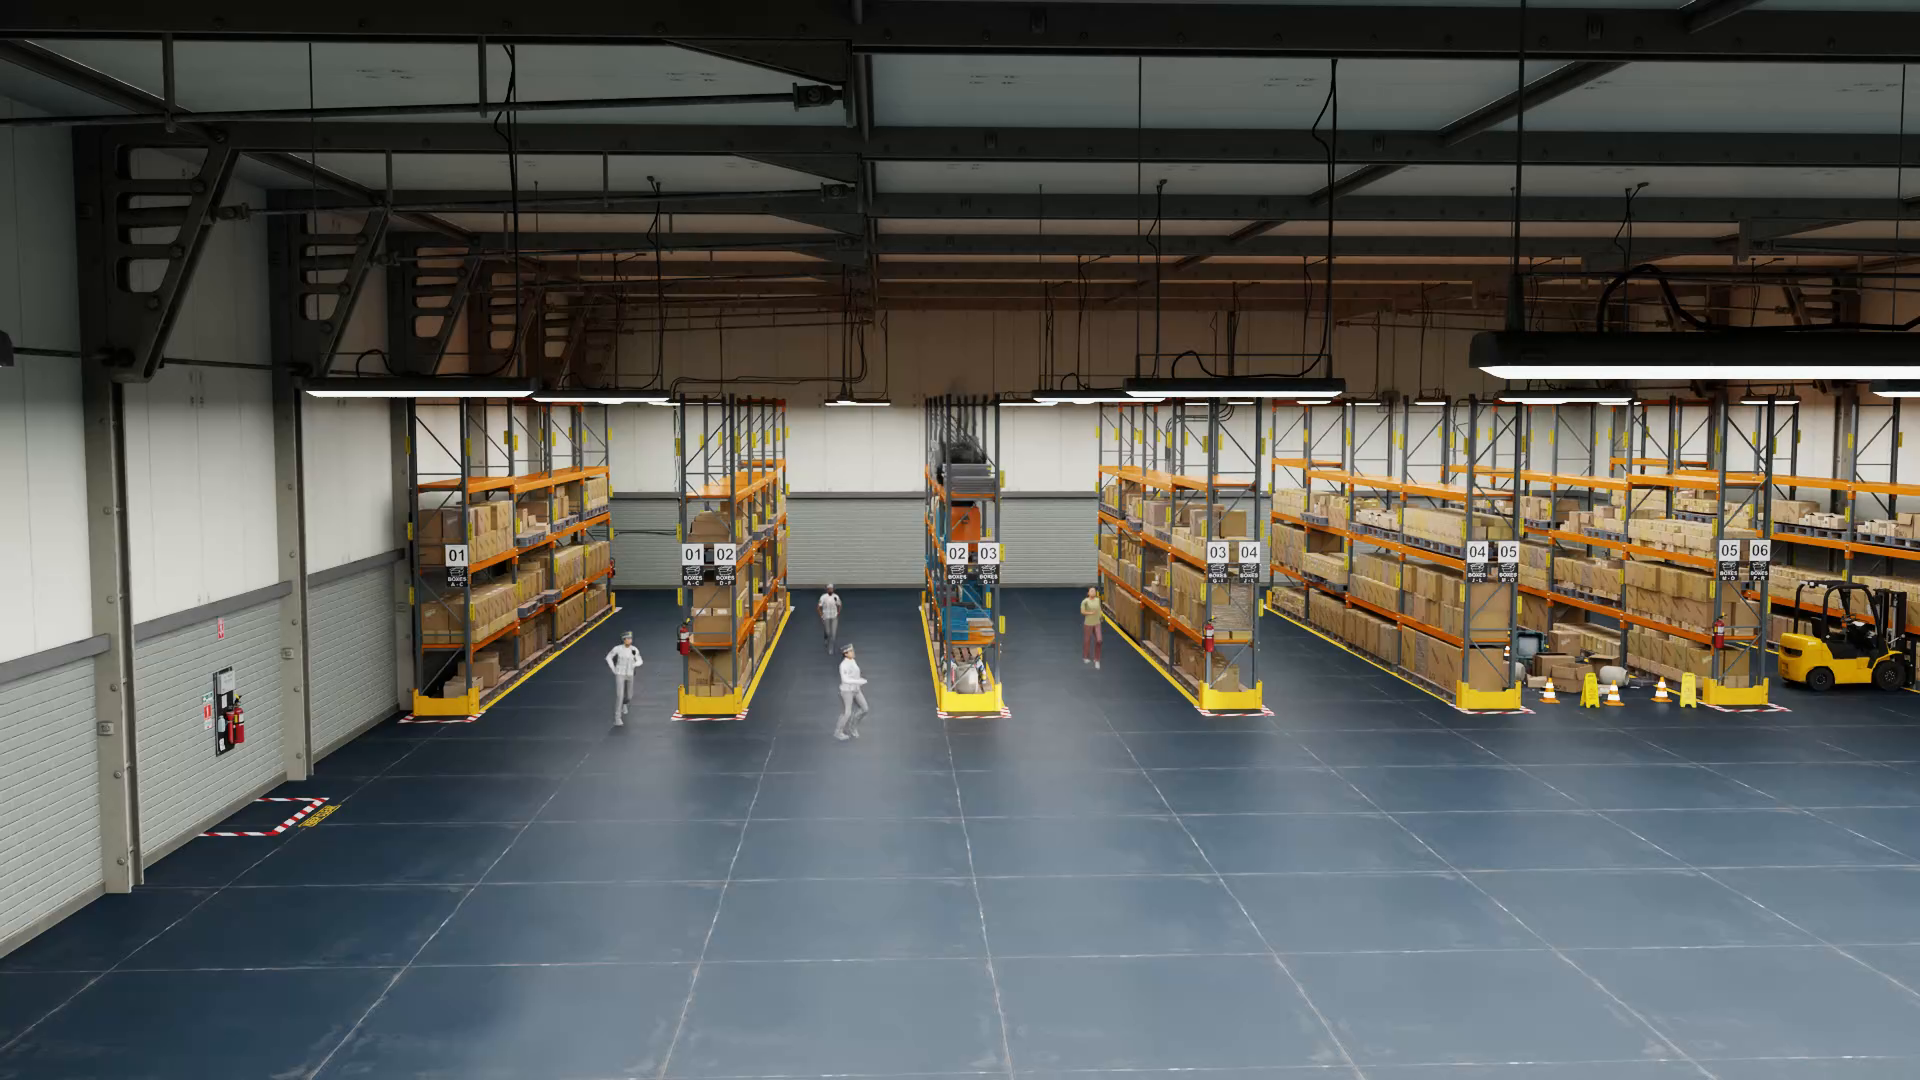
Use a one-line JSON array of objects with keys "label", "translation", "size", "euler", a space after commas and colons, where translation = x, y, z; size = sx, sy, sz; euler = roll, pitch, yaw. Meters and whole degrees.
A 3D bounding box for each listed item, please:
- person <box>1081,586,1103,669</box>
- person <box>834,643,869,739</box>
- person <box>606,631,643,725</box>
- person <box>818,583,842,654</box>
[{"label": "person", "translation": [2.791, 1.836, 35.129], "size": [0.543, 1.749, 0.686], "euler": [-1, 5, -16]}, {"label": "person", "translation": [-1.853, 2.618, 28.688], "size": [0.653, 1.680, 0.622], "euler": [2, 5, 27]}, {"label": "person", "translation": [-6.140, 2.504, 30.553], "size": [0.639, 1.671, 0.869], "euler": [-2, 5, -29]}, {"label": "person", "translation": [-3.054, 1.819, 39.119], "size": [0.582, 1.665, 0.578], "euler": [-1, 5, -12]}]
